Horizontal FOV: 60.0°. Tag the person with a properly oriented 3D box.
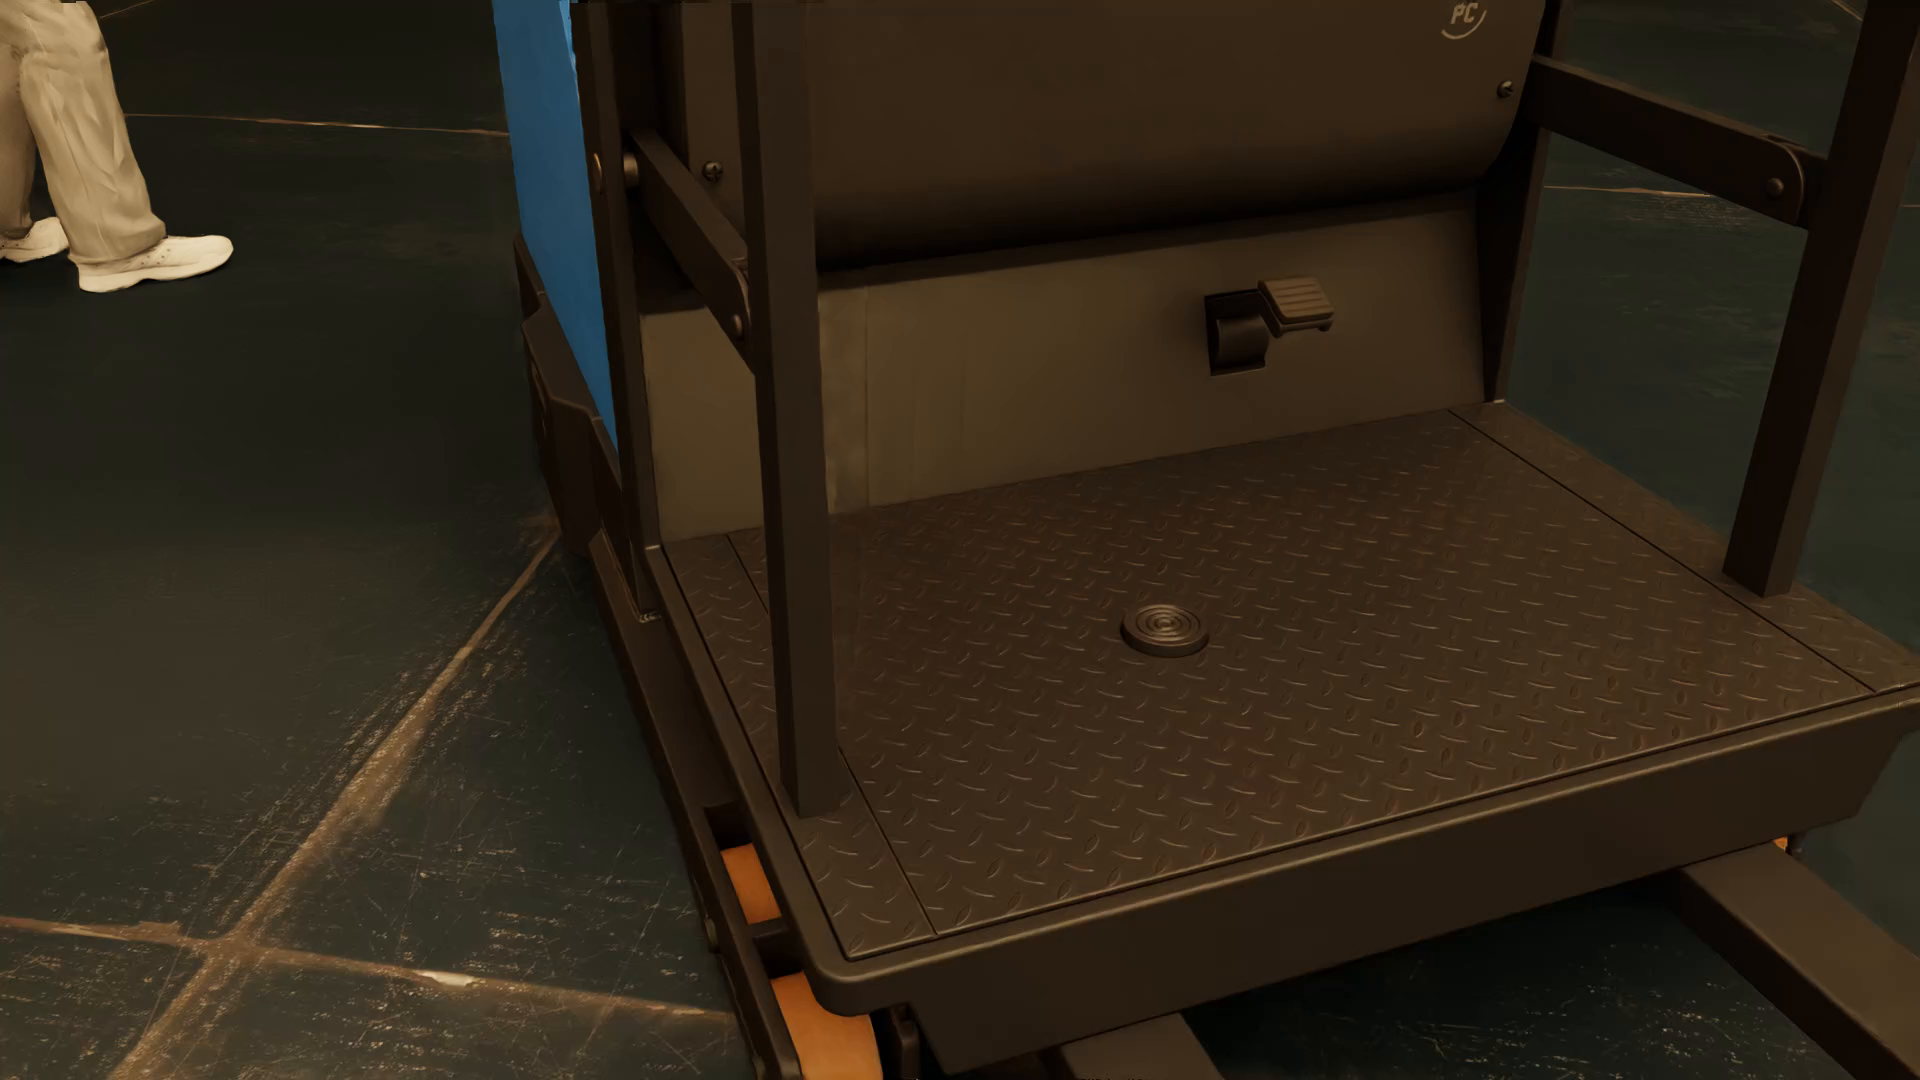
[{"bbox_3d":[-1.898,-1.294,3.162,0.613,1.635,0.600,-16,33,-27],"label":"person"}]

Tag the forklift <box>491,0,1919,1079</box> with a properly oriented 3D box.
[{"bbox_3d":[0.245,-0.959,1.206,1.130,2.935,3.031,-10,31,-18],"label":"forklift"}]
